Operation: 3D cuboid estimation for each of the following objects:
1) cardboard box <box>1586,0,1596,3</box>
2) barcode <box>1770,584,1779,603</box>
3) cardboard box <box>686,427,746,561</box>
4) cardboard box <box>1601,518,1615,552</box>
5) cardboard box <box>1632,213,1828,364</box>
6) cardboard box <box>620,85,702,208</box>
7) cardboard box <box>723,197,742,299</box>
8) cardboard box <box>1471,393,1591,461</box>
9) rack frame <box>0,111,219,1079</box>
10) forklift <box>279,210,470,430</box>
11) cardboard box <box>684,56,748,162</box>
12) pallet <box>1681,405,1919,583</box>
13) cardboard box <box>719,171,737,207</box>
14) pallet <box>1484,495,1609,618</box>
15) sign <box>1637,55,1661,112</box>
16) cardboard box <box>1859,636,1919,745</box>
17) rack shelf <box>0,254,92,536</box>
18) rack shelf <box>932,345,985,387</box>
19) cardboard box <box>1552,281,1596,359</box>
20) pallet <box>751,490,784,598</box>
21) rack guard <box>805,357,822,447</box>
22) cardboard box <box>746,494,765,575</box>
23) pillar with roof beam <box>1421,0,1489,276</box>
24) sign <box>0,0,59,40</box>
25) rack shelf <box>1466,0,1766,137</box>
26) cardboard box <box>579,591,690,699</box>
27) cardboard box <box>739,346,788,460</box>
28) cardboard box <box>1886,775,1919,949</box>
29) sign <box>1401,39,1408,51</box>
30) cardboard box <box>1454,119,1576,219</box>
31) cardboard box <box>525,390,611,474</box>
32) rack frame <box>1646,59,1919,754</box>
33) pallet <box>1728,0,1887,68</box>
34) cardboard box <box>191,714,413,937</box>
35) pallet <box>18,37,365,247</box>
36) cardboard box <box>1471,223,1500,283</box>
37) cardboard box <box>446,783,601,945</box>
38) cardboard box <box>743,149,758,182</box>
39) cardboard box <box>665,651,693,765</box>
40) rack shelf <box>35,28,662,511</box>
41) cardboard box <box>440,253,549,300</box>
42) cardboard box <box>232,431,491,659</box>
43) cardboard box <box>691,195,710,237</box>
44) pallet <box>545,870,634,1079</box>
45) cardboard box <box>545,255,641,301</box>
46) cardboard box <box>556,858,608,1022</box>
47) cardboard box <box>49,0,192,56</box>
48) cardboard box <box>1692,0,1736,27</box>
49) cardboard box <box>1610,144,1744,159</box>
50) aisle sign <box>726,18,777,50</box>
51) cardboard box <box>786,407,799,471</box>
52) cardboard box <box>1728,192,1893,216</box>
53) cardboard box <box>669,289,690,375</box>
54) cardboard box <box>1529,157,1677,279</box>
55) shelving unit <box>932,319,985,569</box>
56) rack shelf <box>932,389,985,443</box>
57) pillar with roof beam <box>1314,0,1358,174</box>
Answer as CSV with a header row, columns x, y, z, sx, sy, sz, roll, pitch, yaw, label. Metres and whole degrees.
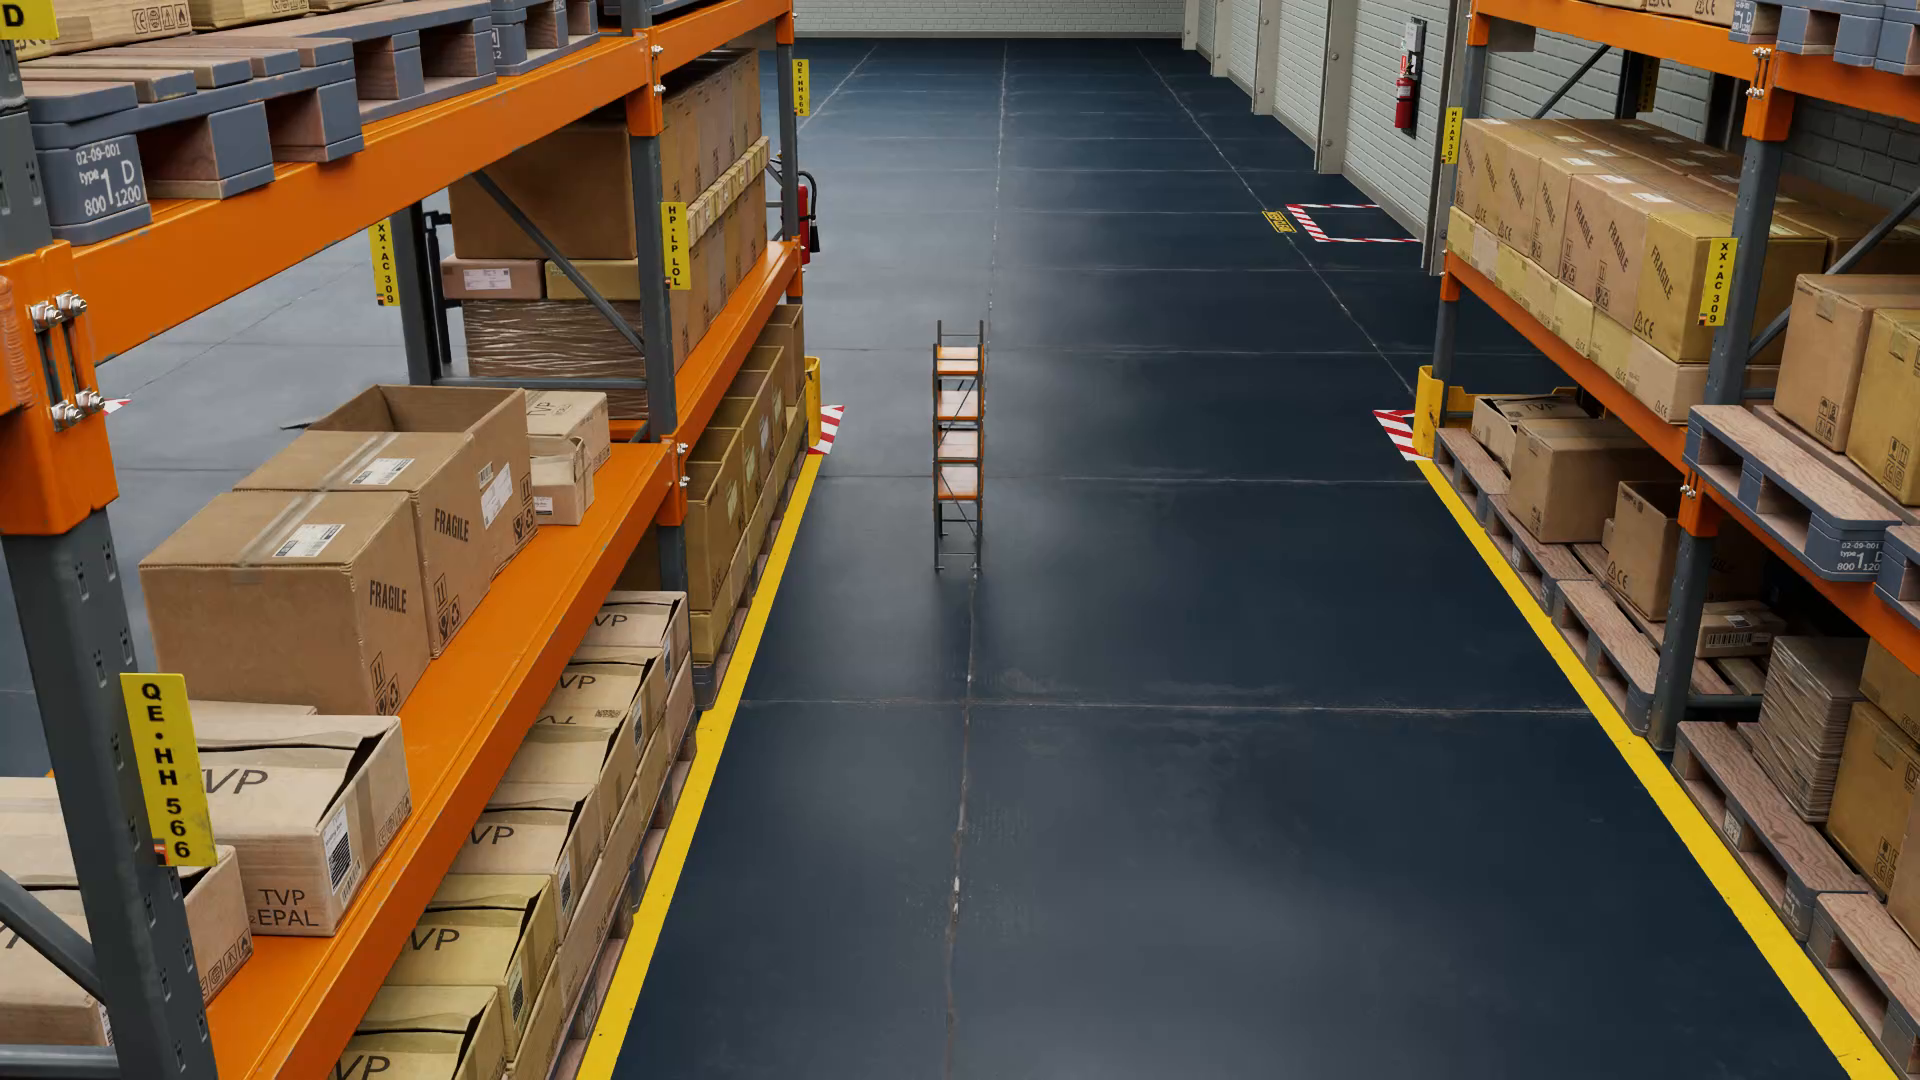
x,y,z,sx,sy,sz,roll,pitch,yaw,label
3.146,-2.752,7.661,0.500,0.500,0.500,2,21,5,cardboard box
3.669,0.242,7.493,0.001,0.075,0.075,1,21,2,barcode
-1.274,-0.206,7.598,0.500,0.500,0.500,1,21,2,cardboard box
3.412,0.001,8.212,0.380,0.149,0.250,-1,21,-3,cardboard box
3.048,-1.008,6.623,0.500,0.500,0.500,1,21,1,cardboard box
-1.571,-1.773,7.521,0.700,0.500,0.500,1,21,2,cardboard box
-1.546,-1.553,8.745,0.700,0.500,0.500,1,21,2,cardboard box
3.354,-0.693,9.778,0.500,0.311,0.500,-2,21,-4,cardboard box
-1.730,0.849,2.695,1.000,3.000,0.127,1,21,2,rack frame
-2.886,-2.161,10.546,1.130,2.935,3.031,19,28,41,forklift
-1.526,-2.317,8.923,0.700,0.500,0.500,0,21,0,cardboard box
3.174,-0.180,5.612,1.003,0.211,1.213,1,21,2,pallet
-1.346,-1.785,8.447,0.380,0.149,0.250,1,21,3,cardboard box
3.362,0.070,8.557,1.003,0.211,1.213,1,21,2,pallet
4.019,-2.665,9.712,0.100,0.325,0.005,1,21,2,sign
3.327,0.492,5.426,0.500,0.250,0.500,0,21,0,cardboard box
-1.791,0.509,0.419,1.077,0.370,4.000,1,21,2,rack shelf
-0.005,-0.866,8.515,0.258,0.148,0.480,1,21,2,rack shelf
3.078,-1.021,7.692,0.500,0.250,0.500,1,21,1,cardboard box
-1.508,-0.027,8.807,1.003,0.211,1.213,1,21,2,pallet
-1.486,-0.887,10.625,1.175,0.500,0.348,1,21,2,rack guard
-1.251,-0.037,8.199,0.500,0.250,0.500,1,21,2,cardboard box
0.187,-6.742,13.964,9.100,9.000,0.400,1,21,2,pillar with roof beam
-1.188,-0.784,2.042,0.100,0.325,0.005,1,21,2,sign
3.404,-2.331,7.737,1.077,0.370,4.000,1,21,2,rack shelf
-1.334,0.377,6.357,0.500,0.311,0.500,1,21,2,cardboard box
-1.221,-0.749,8.995,0.500,0.500,0.500,1,21,2,cardboard box
3.316,1.053,5.015,0.700,0.500,0.500,1,21,2,cardboard box
4.715,-5.252,17.635,0.001,0.109,0.331,1,21,2,sign
3.150,-2.111,9.465,0.500,0.500,0.500,1,21,2,cardboard box
-1.580,-0.349,5.990,0.500,0.250,0.500,2,21,5,cardboard box
3.343,-0.545,6.286,1.000,3.000,0.127,1,21,2,rack frame
3.218,-1.633,5.205,1.213,0.211,1.003,1,21,2,pallet
-1.509,0.569,3.539,0.500,0.311,0.500,0,21,1,cardboard box
-1.799,-0.708,2.822,1.213,0.211,1.003,2,21,4,pallet
3.131,-1.569,9.107,0.500,0.250,0.500,0,21,0,cardboard box
-1.380,0.927,4.939,0.500,0.311,0.500,0,21,1,cardboard box
-1.322,-2.066,9.171,0.380,0.149,0.250,0,21,1,cardboard box
-1.331,0.642,6.450,0.500,0.250,0.500,0,21,1,cardboard box
-1.669,-0.938,4.147,1.077,0.370,4.000,1,21,2,rack shelf
-1.814,-1.047,6.547,0.380,0.149,0.250,1,21,2,cardboard box
-1.679,0.005,4.732,0.500,0.500,0.500,1,21,2,cardboard box
-1.372,-1.508,7.733,0.380,0.149,0.250,0,21,0,cardboard box
-1.626,1.411,5.100,1.003,0.211,1.213,1,21,2,pallet
-1.407,-1.042,6.532,0.380,0.149,0.250,1,21,2,cardboard box
-1.381,1.193,5.027,0.500,0.250,0.500,1,21,3,cardboard box
-1.775,-1.030,3.017,0.500,0.250,0.500,1,21,3,cardboard box
3.111,-2.185,6.201,0.500,0.500,0.500,1,21,3,cardboard box
3.626,-1.738,8.505,0.500,0.500,0.500,0,21,0,cardboard box
-1.191,-3.276,9.733,0.394,0.787,0.004,1,21,2,aisle sign
-1.211,-0.580,9.597,0.500,0.250,0.500,1,21,2,cardboard box
3.586,-1.188,7.088,0.500,0.500,0.500,1,21,1,cardboard box
-1.592,-0.996,7.310,0.700,0.500,0.500,0,21,1,cardboard box
3.099,-1.558,8.042,0.500,0.500,0.500,1,21,3,cardboard box
-0.005,-0.500,8.658,0.258,1.200,0.503,1,21,2,shelving unit
-0.005,-0.645,8.601,0.258,0.148,0.480,1,21,2,rack shelf
0.370,-8.911,19.555,9.100,9.000,0.400,1,21,2,pillar with roof beam
